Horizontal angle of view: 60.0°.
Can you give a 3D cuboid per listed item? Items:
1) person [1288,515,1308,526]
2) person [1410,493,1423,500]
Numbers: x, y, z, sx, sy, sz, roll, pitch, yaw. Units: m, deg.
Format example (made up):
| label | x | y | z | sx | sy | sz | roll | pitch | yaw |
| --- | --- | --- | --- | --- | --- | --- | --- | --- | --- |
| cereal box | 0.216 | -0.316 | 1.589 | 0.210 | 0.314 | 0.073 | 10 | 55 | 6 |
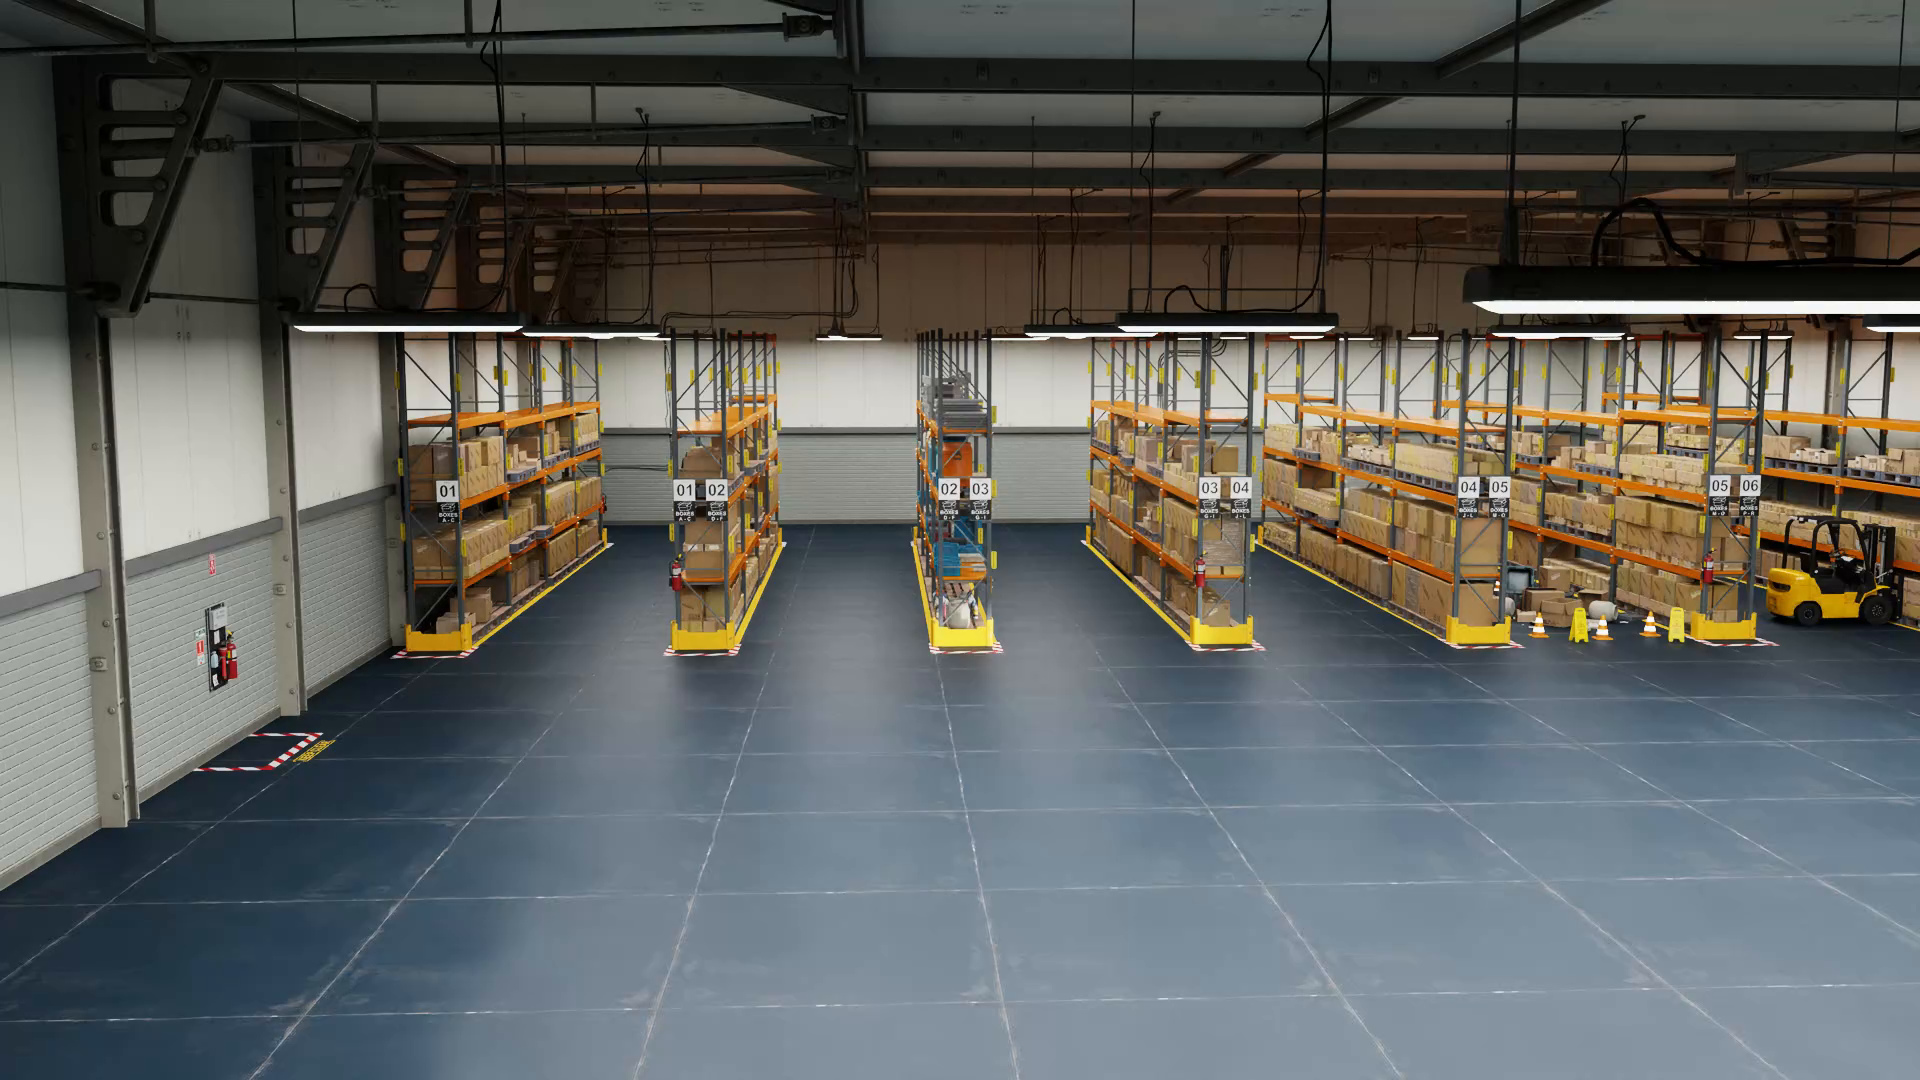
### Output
| label | x | y | z | sx | sy | sz | roll | pitch | yaw |
| --- | --- | --- | --- | --- | --- | --- | --- | --- | --- |
| person | 10.048 | -0.955 | 49.227 | 0.777 | 1.709 | 0.741 | -1 | 7 | -11 |
| person | 13.674 | -0.976 | 49.976 | 0.548 | 1.653 | 0.613 | -2 | 7 | -15 |
